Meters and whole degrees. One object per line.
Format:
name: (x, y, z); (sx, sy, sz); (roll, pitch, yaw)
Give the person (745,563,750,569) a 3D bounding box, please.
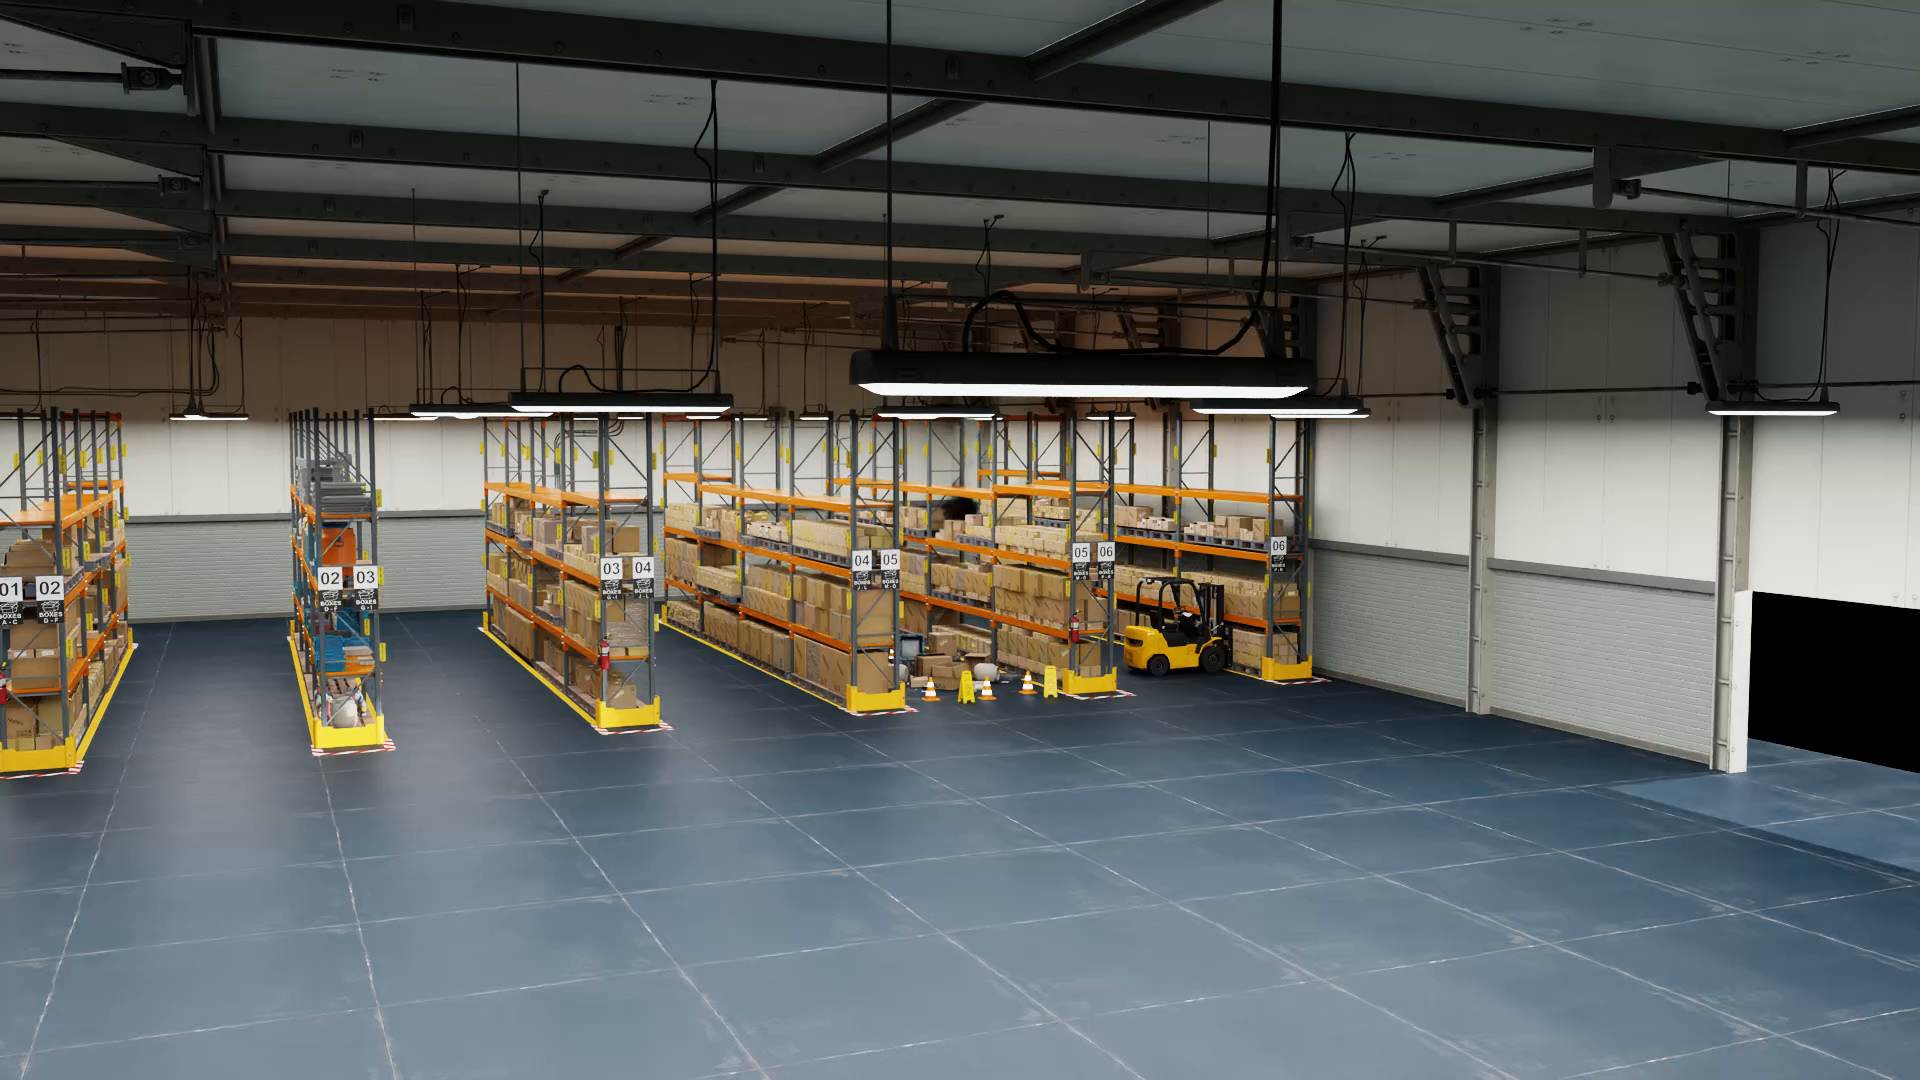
person: (-6.059, 1.460, 47.408); (0.676, 1.651, 0.714); (-2, 4, -24)
